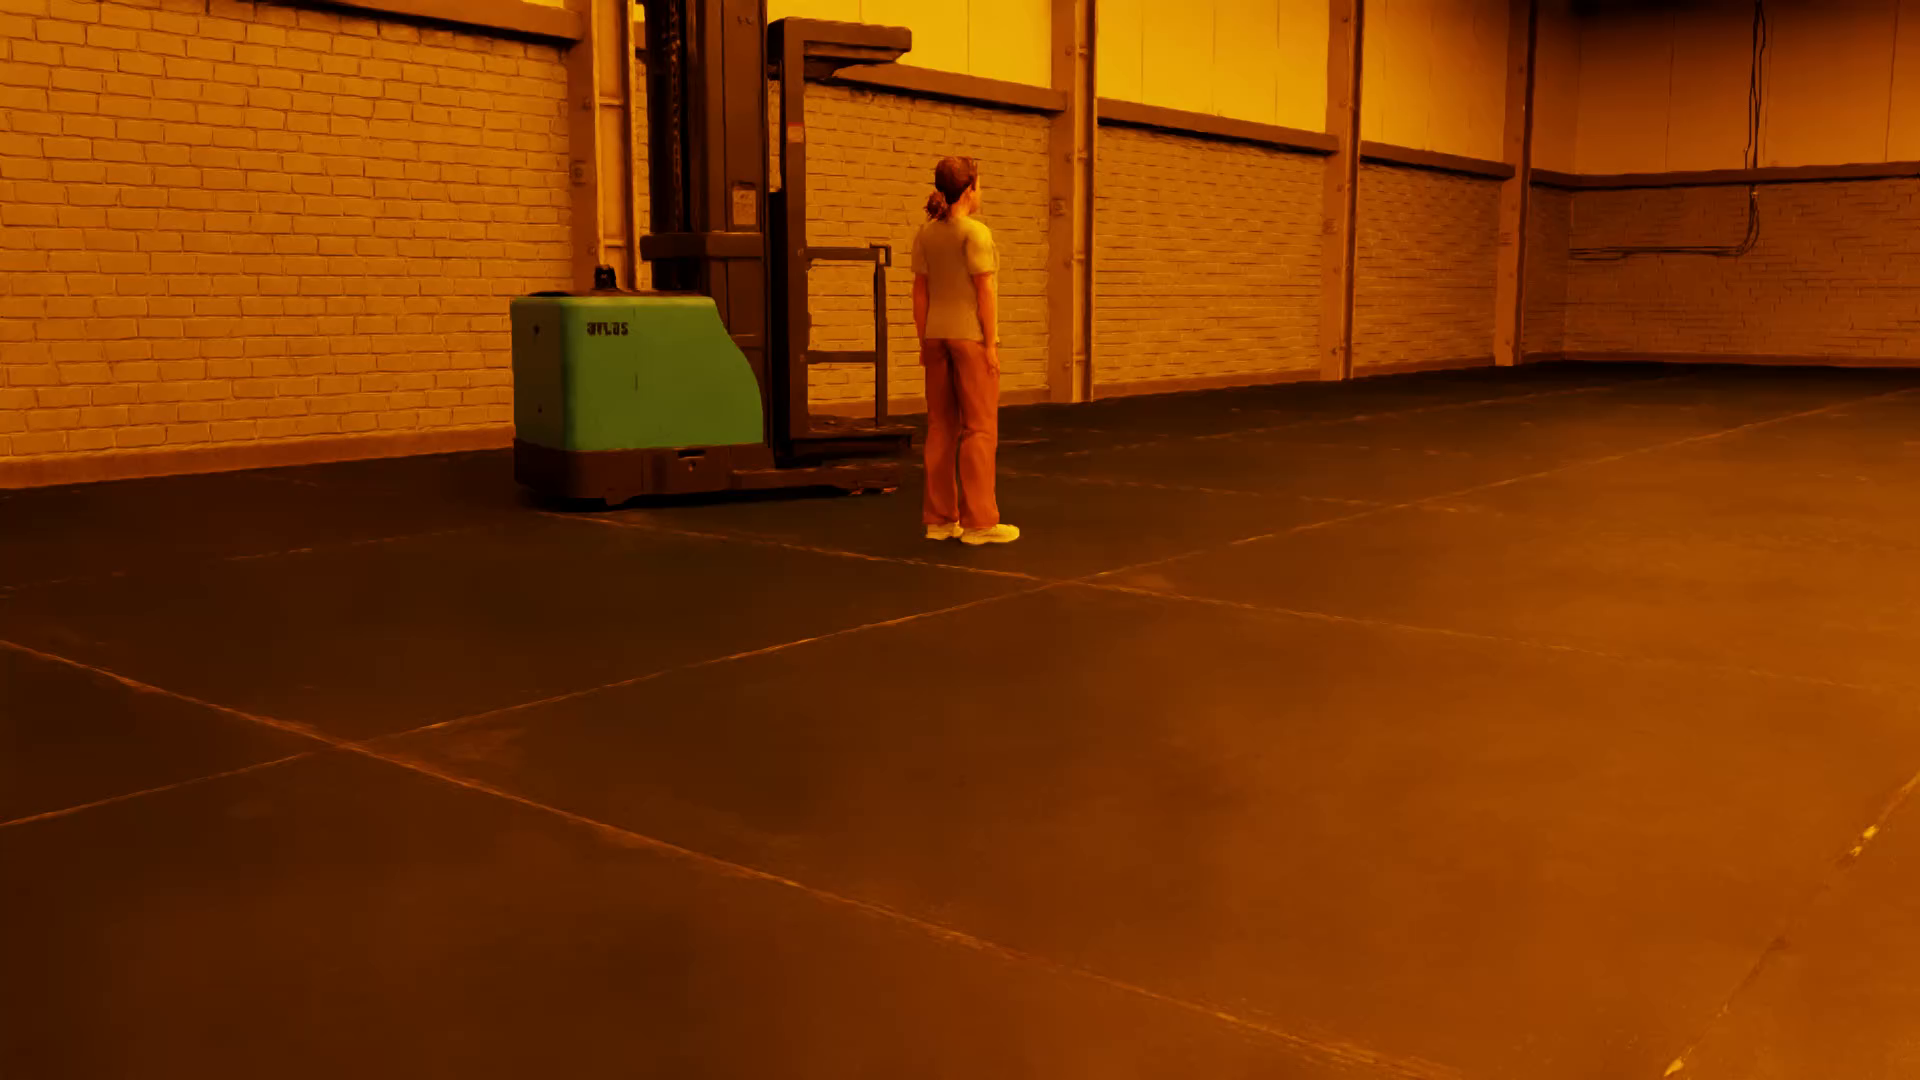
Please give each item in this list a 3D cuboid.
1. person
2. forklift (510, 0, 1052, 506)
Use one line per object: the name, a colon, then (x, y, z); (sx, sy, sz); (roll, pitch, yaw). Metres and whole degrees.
person: (0.004, -0.829, 7.292); (0.429, 1.673, 0.365); (7, 11, 38)
forklift: (-0.915, -1.757, 9.289); (3.031, 2.935, 1.130); (-5, 10, -31)
